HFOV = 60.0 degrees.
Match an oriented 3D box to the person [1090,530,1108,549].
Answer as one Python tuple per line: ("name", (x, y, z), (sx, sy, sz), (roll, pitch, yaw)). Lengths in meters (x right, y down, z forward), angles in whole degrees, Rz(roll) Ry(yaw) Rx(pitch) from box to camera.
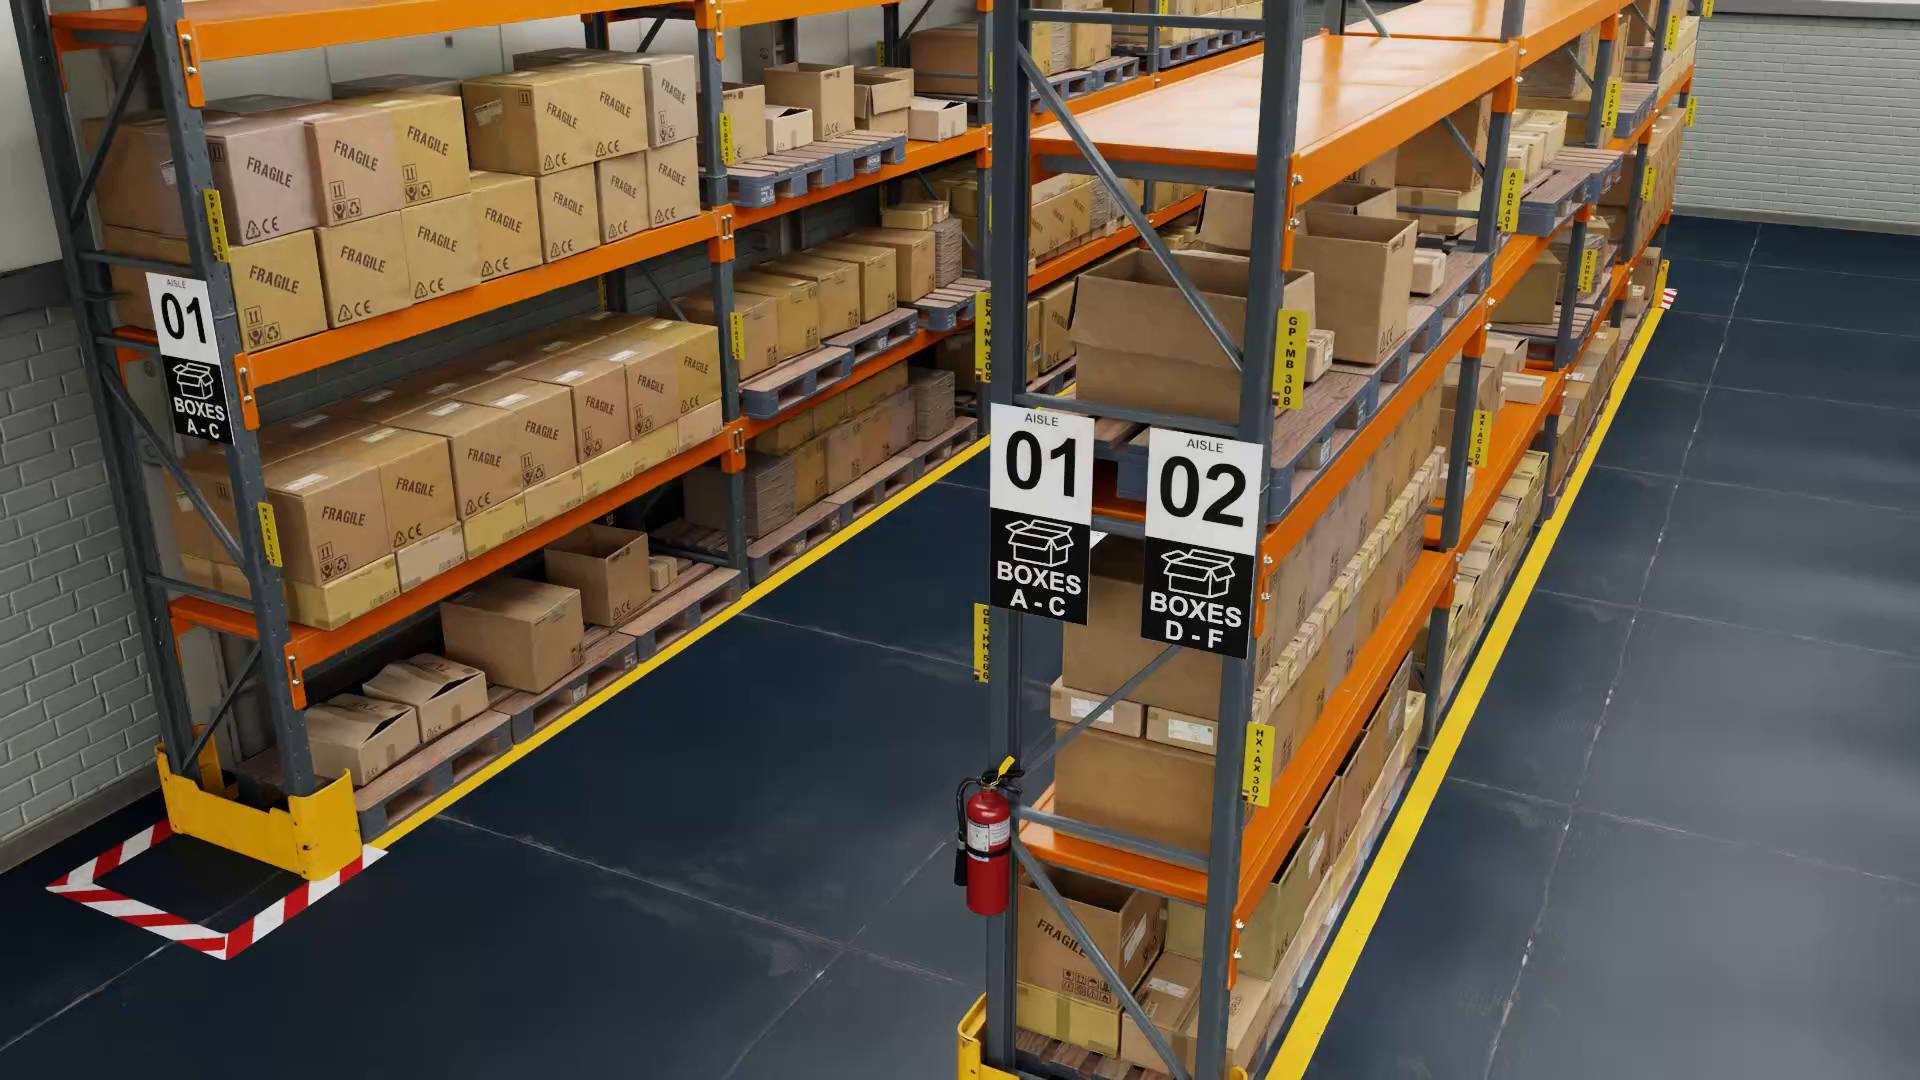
("person", (1.005, 0.148, 11.286), (0.584, 1.087, 0.880), (11, 25, 25))
